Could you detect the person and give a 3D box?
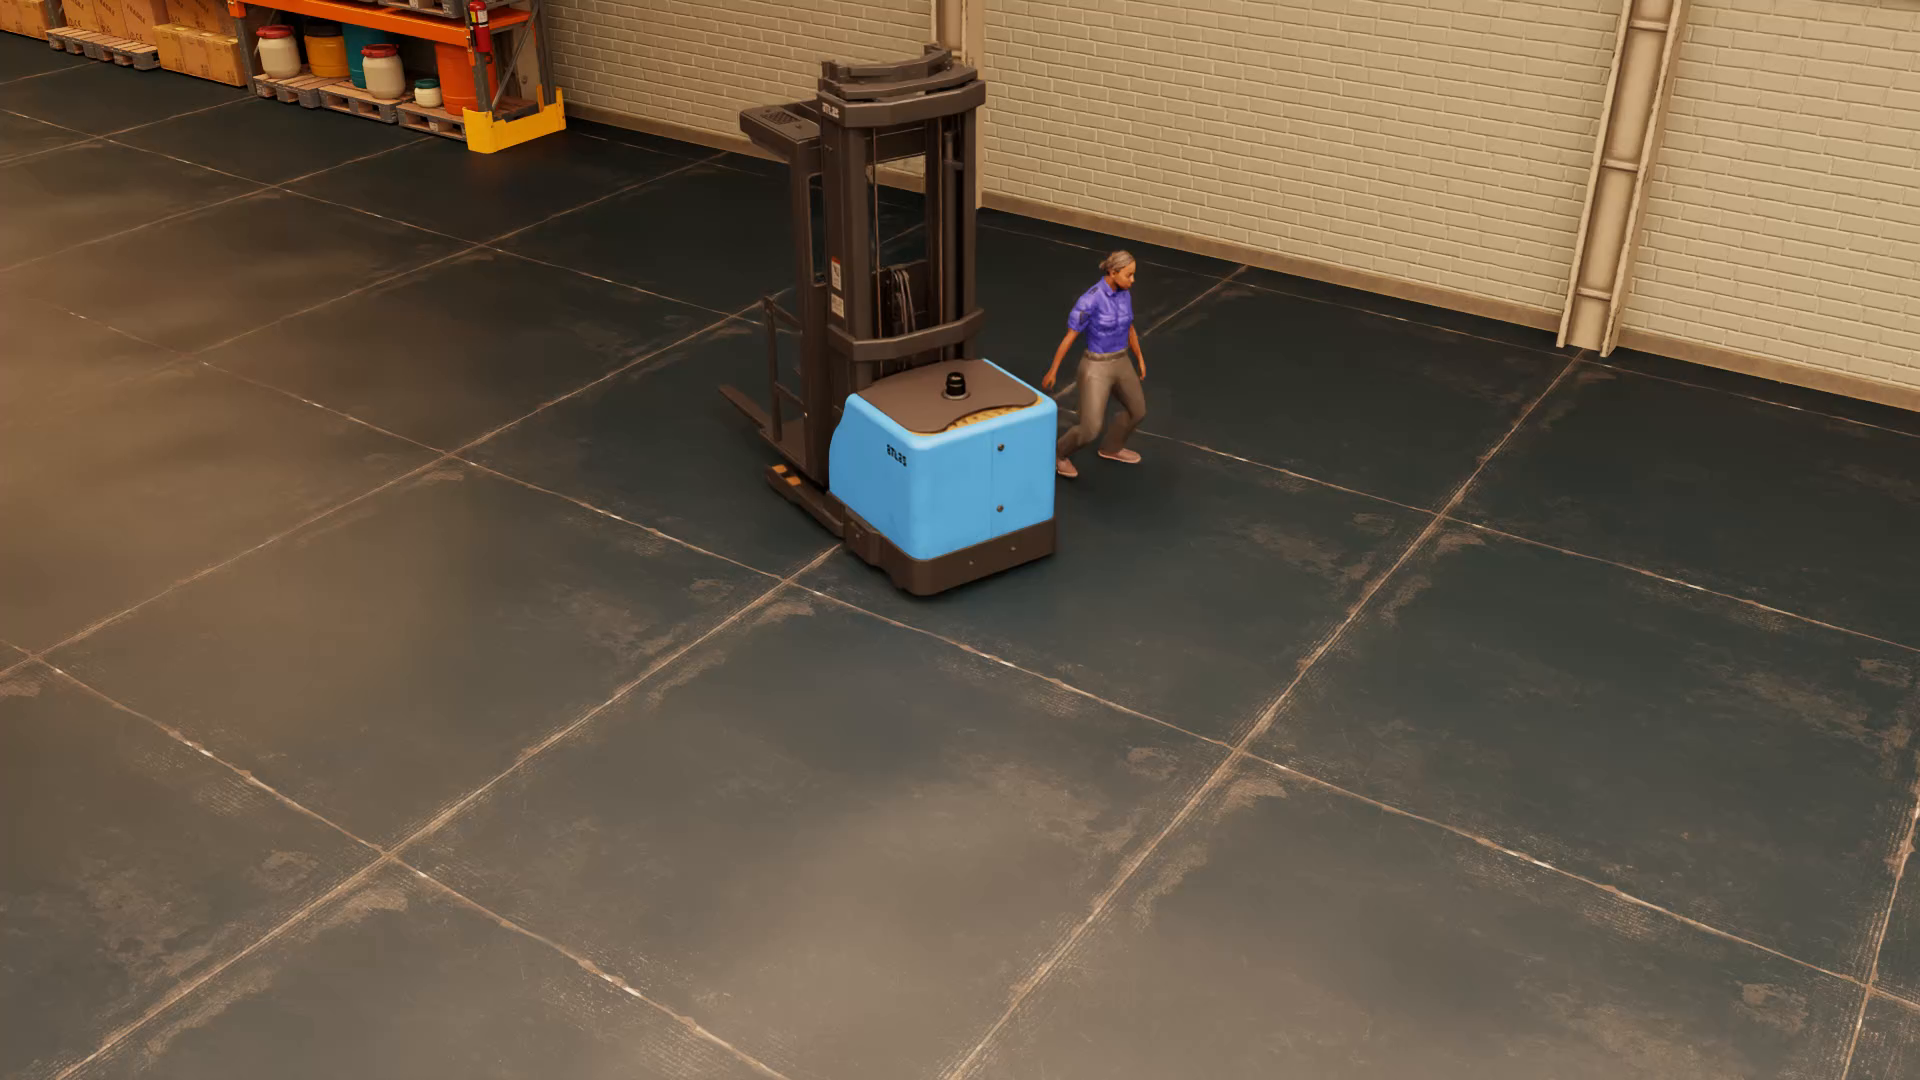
[{"bbox_3d":[0.889,-1.142,10.911,0.798,1.581,0.468,-21,36,-31],"label":"person"}]

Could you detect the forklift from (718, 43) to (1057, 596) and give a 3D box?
[{"bbox_3d":[-0.636,-1.637,10.400,1.130,2.935,3.031,-18,35,-28],"label":"forklift"}]
